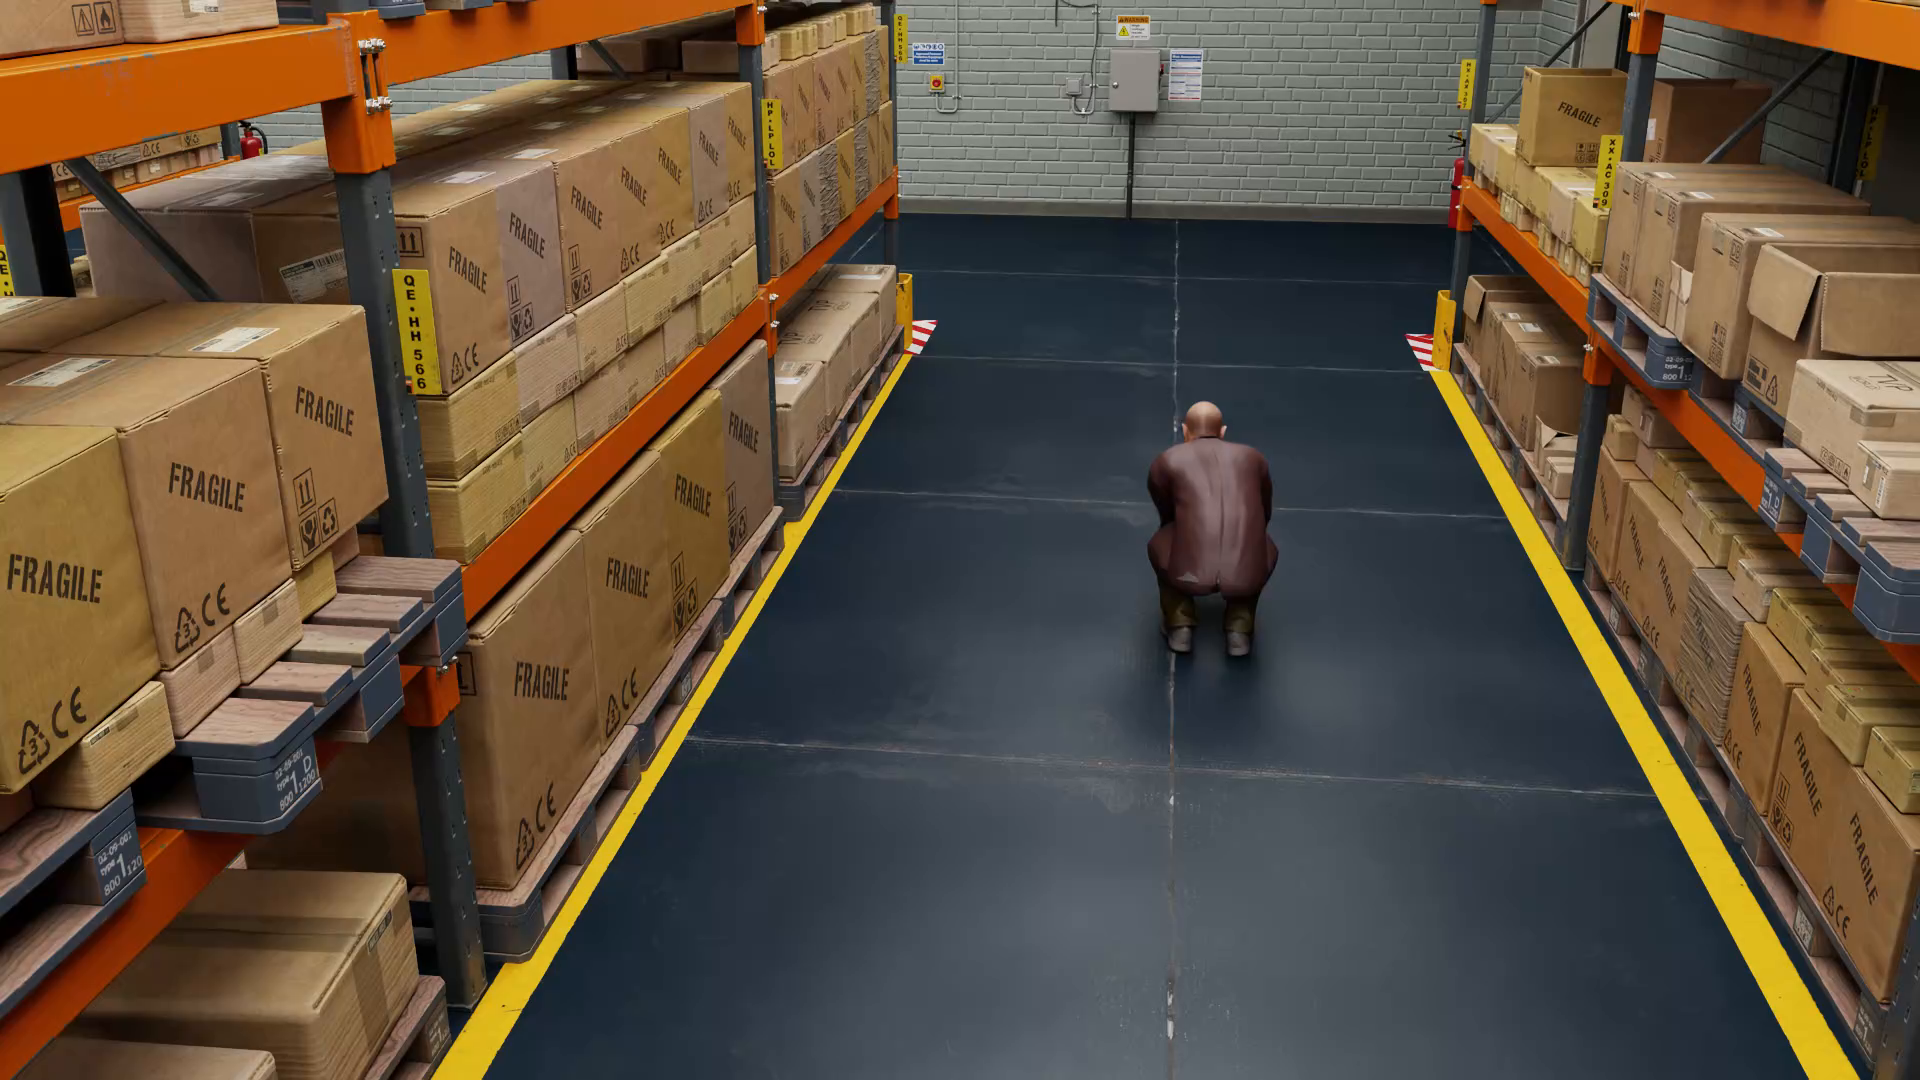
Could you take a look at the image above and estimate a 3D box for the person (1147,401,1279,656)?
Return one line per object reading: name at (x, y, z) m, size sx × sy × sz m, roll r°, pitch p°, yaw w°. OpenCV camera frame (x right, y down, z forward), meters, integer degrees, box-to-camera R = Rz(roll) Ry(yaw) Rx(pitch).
person at (1.123, -0.068, 7.398) m, size 0.591 × 0.989 × 0.905 m, roll 2°, pitch 21°, yaw 6°
